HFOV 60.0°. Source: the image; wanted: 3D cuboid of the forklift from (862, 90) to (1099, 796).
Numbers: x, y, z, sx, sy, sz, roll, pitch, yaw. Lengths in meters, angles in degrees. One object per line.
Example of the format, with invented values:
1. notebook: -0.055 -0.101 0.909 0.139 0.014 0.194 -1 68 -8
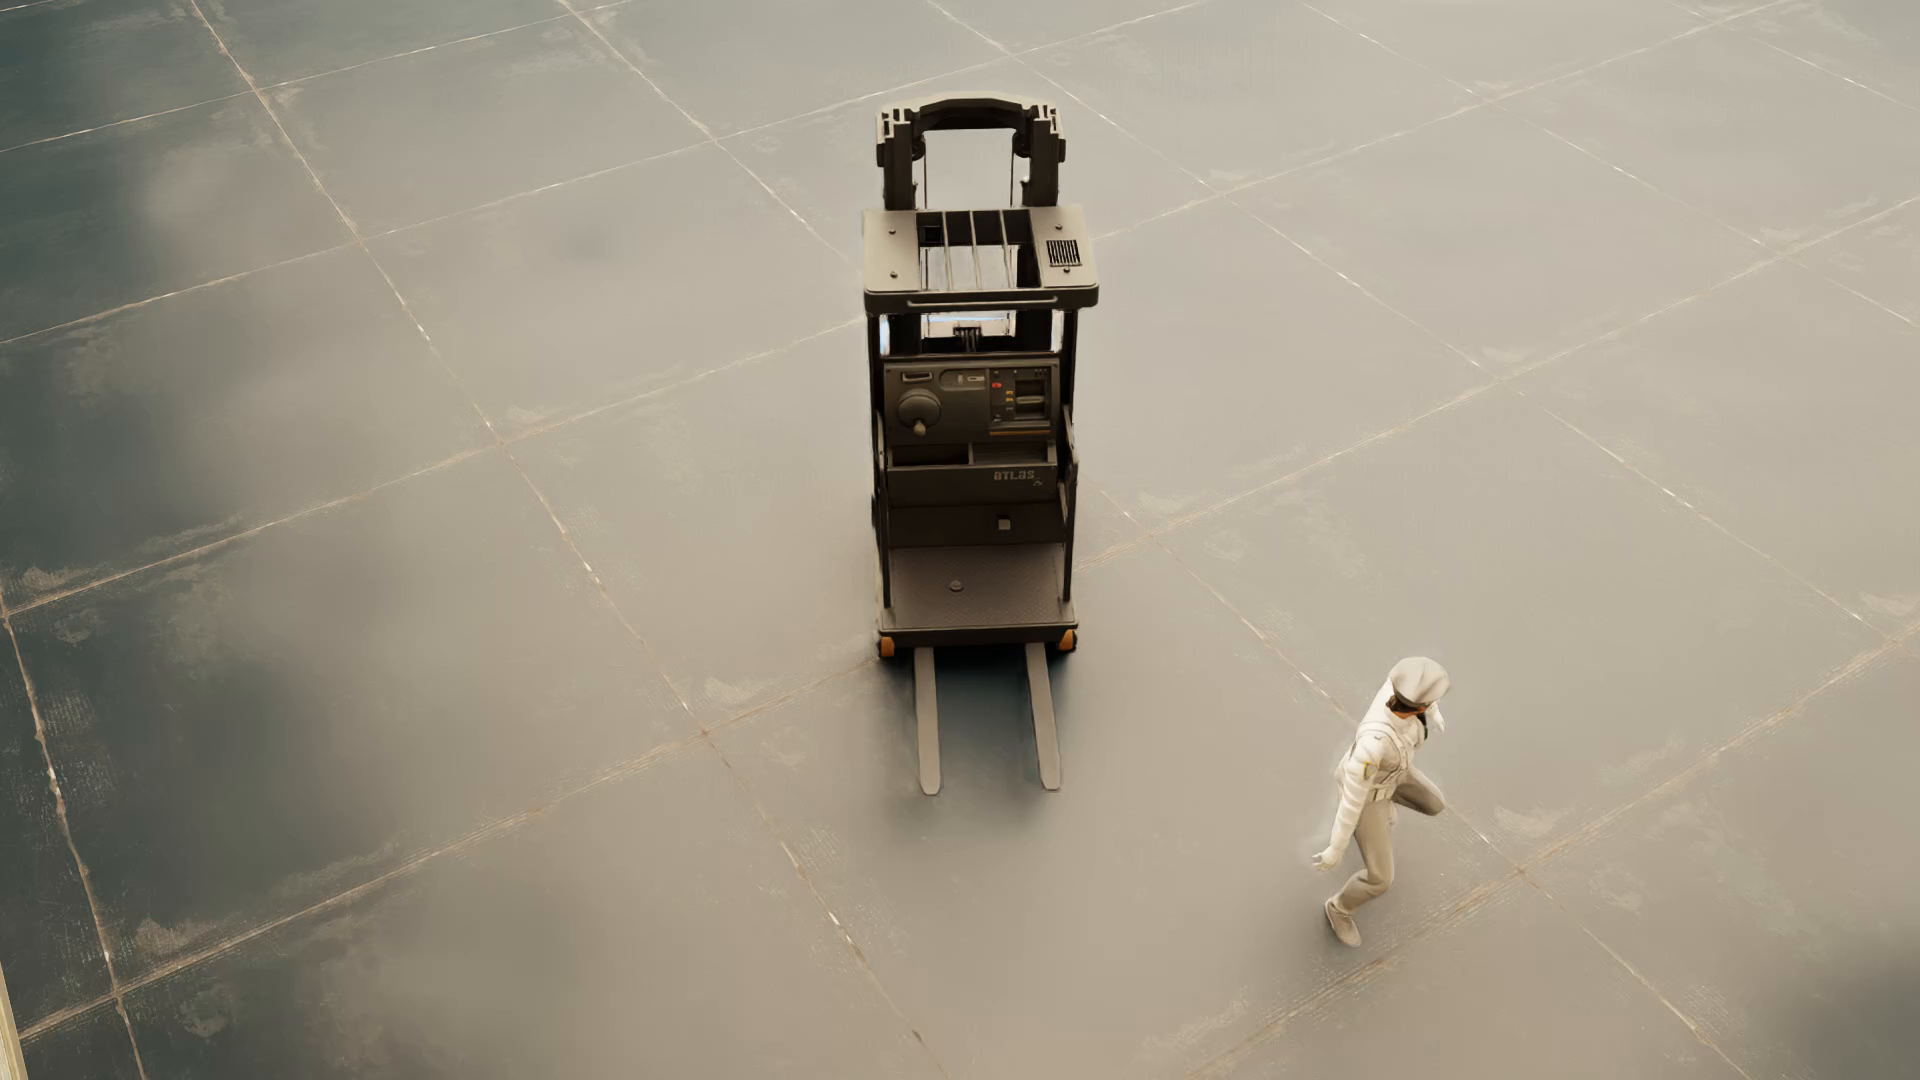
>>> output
1. forklift: 0.077 -0.669 8.637 1.130 2.935 3.031 -2 41 -2

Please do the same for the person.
1. person: 1.936 1.154 7.674 0.468 1.543 1.042 27 48 28
